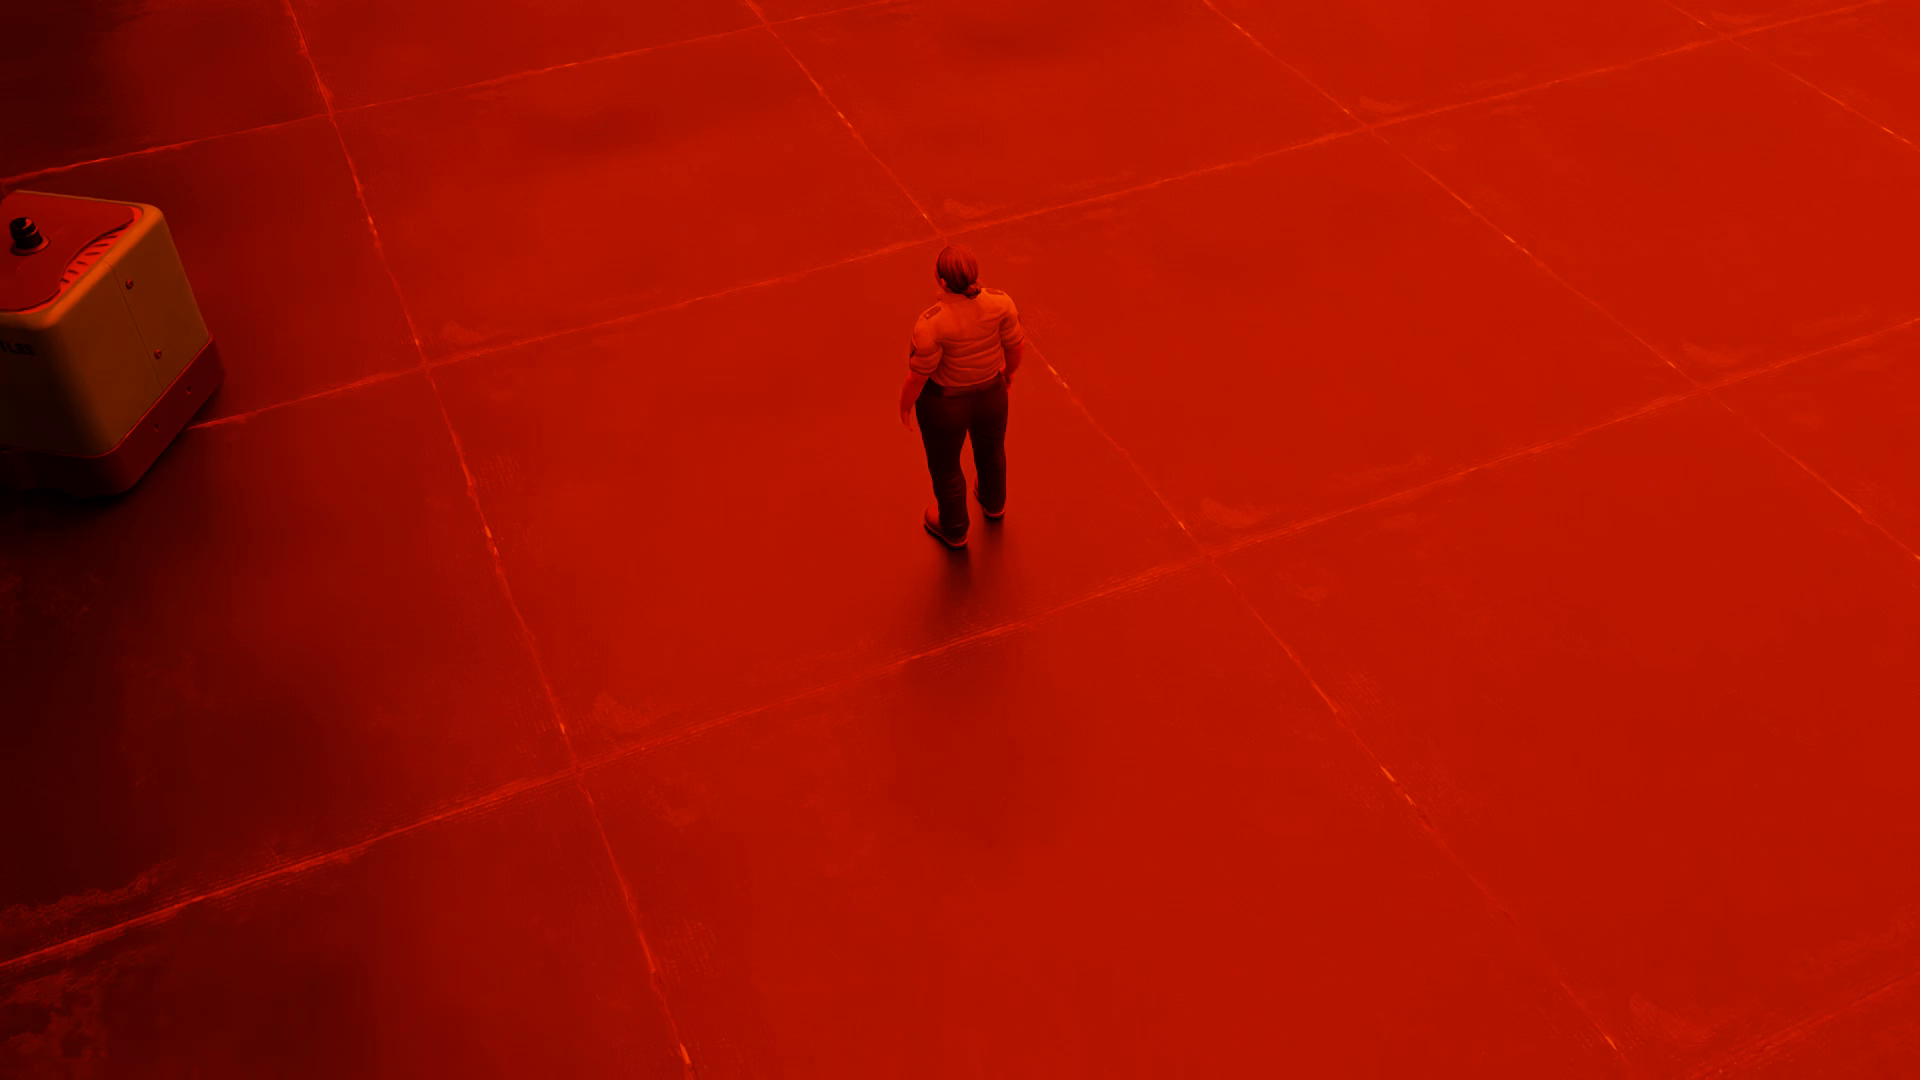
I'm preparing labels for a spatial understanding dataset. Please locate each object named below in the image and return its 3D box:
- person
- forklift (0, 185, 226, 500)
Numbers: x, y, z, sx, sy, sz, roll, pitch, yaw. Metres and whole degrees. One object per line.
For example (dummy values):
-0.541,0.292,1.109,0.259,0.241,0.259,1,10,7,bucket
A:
-0.017,-0.670,7.328,0.598,1.651,0.502,-18,46,-18,person
-5.379,-1.765,7.571,3.031,2.935,1.130,8,44,8,forklift
